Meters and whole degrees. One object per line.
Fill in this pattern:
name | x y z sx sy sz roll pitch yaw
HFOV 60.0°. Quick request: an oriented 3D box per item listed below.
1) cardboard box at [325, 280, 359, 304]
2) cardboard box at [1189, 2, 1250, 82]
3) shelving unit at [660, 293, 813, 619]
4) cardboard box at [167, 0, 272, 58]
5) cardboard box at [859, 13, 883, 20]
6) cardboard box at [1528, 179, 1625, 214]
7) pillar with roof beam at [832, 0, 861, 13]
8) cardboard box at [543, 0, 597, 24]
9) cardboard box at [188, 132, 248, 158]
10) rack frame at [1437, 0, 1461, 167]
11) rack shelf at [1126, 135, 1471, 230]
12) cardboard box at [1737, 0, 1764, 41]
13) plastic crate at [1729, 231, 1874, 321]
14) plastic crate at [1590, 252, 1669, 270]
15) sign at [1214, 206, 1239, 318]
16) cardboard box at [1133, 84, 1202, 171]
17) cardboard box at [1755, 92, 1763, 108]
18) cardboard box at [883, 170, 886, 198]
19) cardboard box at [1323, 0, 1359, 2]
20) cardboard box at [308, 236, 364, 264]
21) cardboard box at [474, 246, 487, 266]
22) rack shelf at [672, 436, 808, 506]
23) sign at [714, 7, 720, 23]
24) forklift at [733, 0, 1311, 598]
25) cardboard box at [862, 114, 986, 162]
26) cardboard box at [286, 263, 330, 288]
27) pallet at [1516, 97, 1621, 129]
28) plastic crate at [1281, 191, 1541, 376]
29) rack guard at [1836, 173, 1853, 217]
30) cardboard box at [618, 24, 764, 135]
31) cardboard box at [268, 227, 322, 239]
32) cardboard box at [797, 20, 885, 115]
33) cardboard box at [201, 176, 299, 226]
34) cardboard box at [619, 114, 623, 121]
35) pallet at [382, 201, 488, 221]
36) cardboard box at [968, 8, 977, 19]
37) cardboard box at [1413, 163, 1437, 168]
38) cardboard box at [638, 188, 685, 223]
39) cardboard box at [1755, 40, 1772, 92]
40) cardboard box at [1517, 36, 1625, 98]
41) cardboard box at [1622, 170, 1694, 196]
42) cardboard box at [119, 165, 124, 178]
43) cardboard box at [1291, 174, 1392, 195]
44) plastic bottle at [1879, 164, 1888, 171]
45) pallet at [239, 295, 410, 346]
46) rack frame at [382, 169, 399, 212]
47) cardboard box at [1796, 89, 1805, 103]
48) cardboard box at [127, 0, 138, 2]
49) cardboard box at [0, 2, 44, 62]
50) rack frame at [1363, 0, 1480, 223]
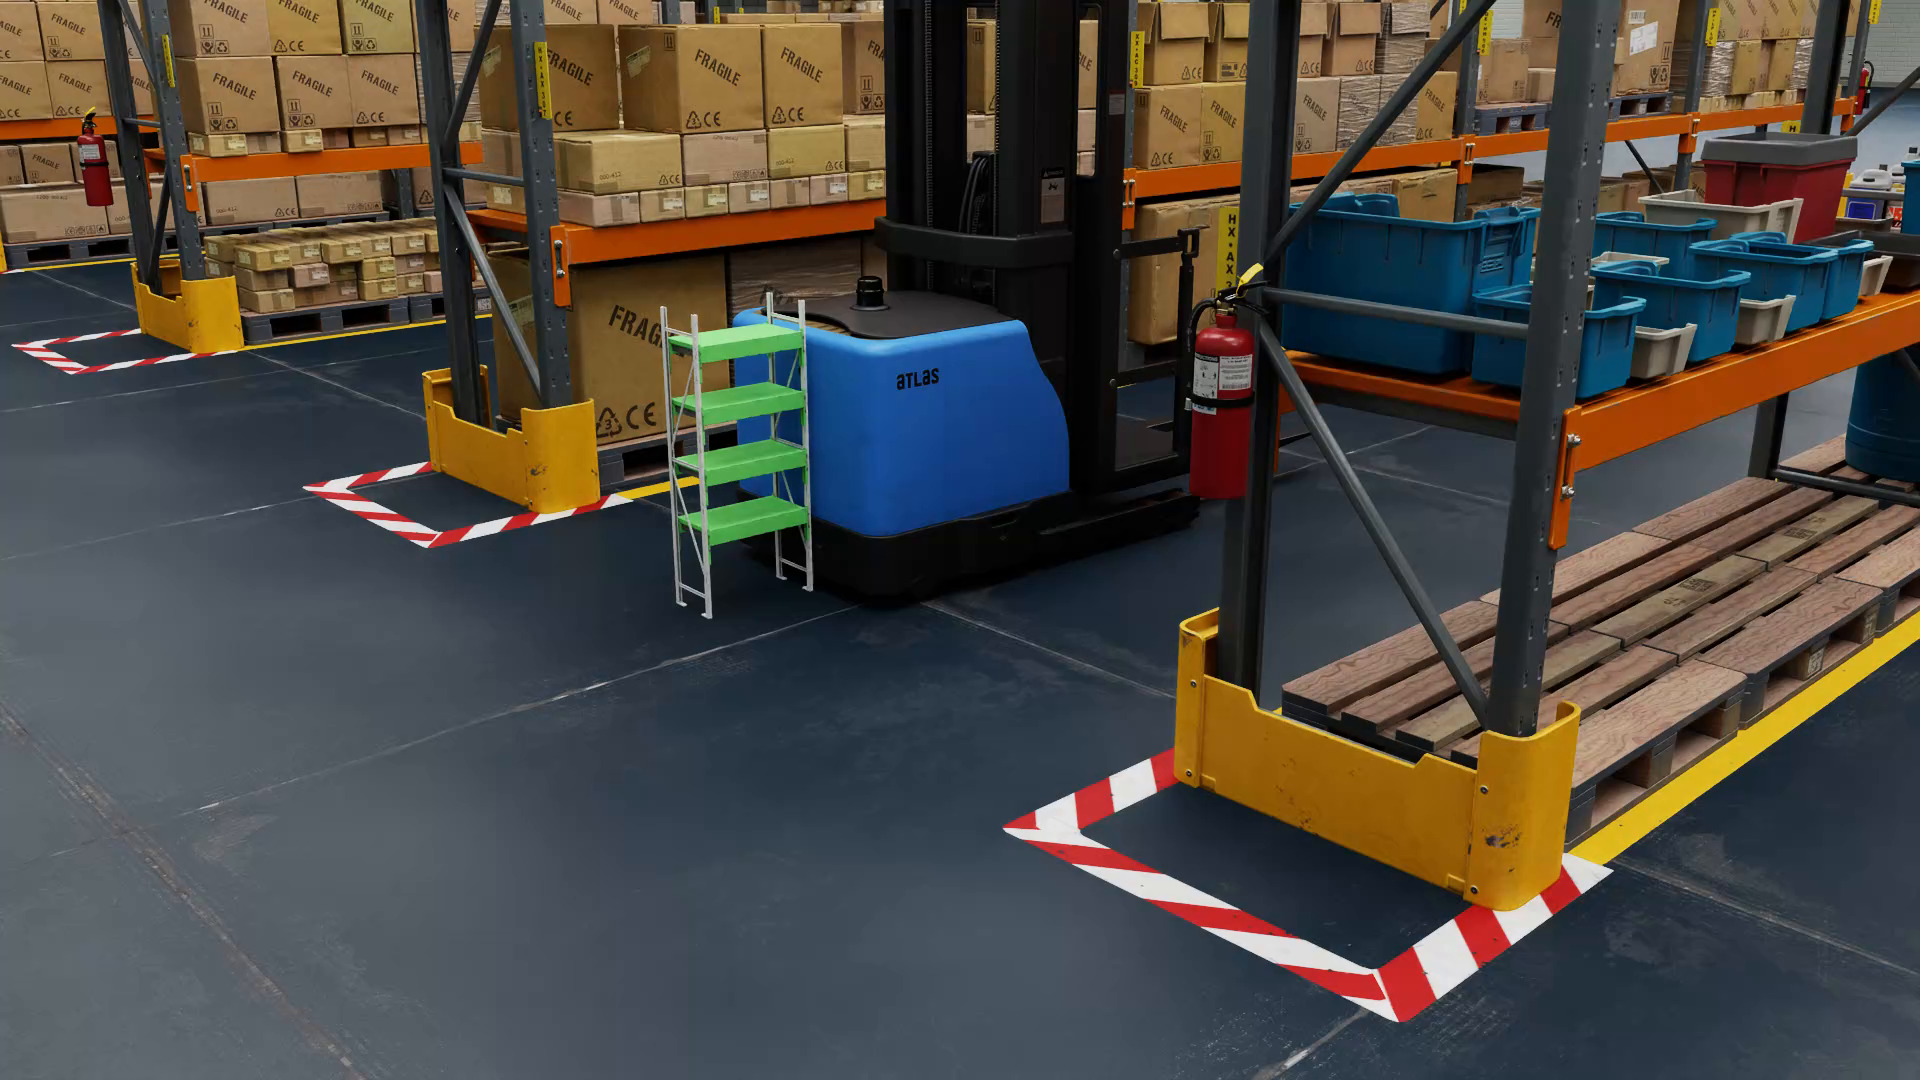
cardboard box | -4.650 -1.857 12.291 0.250 0.149 0.380 -16 24 -40
cardboard box | 1.645 -3.366 11.214 0.637 0.503 0.797 -16 24 -40
shelving unit | -0.873 -0.339 6.584 0.503 1.200 0.258 -15 23 -38
cardboard box | -5.052 -3.547 11.295 0.500 0.500 0.500 -16 24 -41
cardboard box | -1.232 -6.503 21.354 0.500 0.500 0.500 -15 23 -39
cardboard box | 5.673 -3.054 15.381 0.500 0.500 0.700 -16 24 -41
pillar with roof beam | 1.011 -10.380 24.908 0.400 9.000 9.100 -16 24 -41
cardboard box | -3.182 -4.088 12.963 0.500 0.500 0.500 17 25 42
cardboard box | -5.100 -2.722 11.424 0.250 0.149 0.380 -17 24 -41
rack frame | 6.065 -6.237 21.857 0.127 3.000 1.000 -16 24 -41
rack shelf | 2.134 -2.643 11.938 4.000 0.370 1.077 -16 24 -41
cardboard box | 7.357 -5.066 15.979 0.500 0.500 0.500 -16 24 -41
plastic crate | 2.757 -0.874 5.490 0.300 0.233 0.416 -16 24 -41
plastic crate | 2.253 -0.910 5.757 0.250 0.136 0.298 -16 24 -41
sign | 0.787 -0.801 4.827 0.005 0.325 0.100 -16 24 -41
cardboard box | 1.186 -2.650 10.633 0.500 0.500 0.500 -16 24 -41
cardboard box | 7.747 -4.385 16.554 0.250 0.149 0.380 -16 24 -41
cardboard box | -0.435 -1.977 9.128 0.250 0.149 0.380 -16 24 -40
cardboard box | 4.257 -6.271 19.969 0.550 0.550 0.875 -16 24 -41
cardboard box | -4.558 -2.118 12.131 0.250 0.149 0.380 -16 24 -41
cardboard box | -3.888 -2.232 12.963 0.250 0.149 0.380 -15 23 -38
rack shelf | -0.873 -0.278 6.604 0.480 0.148 0.258 -15 23 -38
sign | -2.838 -6.057 19.424 0.005 0.325 0.100 -16 24 -41
forklift | 0.475 -1.521 7.423 3.031 2.935 1.130 -15 23 -38
cardboard box | -0.205 -2.260 9.354 0.500 0.250 0.500 -16 24 -40
cardboard box | -4.766 -1.930 12.034 0.250 0.149 0.380 -16 24 -41
pallet | 4.997 -3.746 14.486 1.213 0.211 1.003 -16 24 -41
plastic crate | 1.292 -0.762 4.816 0.499 0.435 0.616 -16 24 -41
rack guard | 9.344 -3.899 18.699 0.348 0.500 1.175 -16 24 -41
cardboard box | -1.329 -2.288 8.222 0.500 0.500 0.500 -17 25 -42
cardboard box | -5.027 -2.266 12.586 0.250 0.149 0.380 -17 25 -42
cardboard box | -0.581 -2.730 9.586 0.500 0.500 0.500 17 25 42
cardboard box | -7.308 -3.464 16.779 0.875 0.438 0.875 17 25 42
cardboard box | -2.813 -3.383 13.461 0.250 0.149 0.380 -17 25 -42
pallet | -5.619 -3.636 18.357 1.213 0.211 1.003 -16 24 -41
cardboard box | 0.153 -7.186 22.521 0.500 0.500 0.700 -17 24 -41
cardboard box | 5.618 -5.267 21.631 0.875 0.875 0.875 -16 24 -40
cardboard box | -1.556 -1.650 8.117 0.250 0.149 0.380 -17 24 -42
cardboard box | 7.544 -4.753 16.638 0.500 0.500 0.875 -16 24 -41
cardboard box | 5.297 -4.117 14.471 0.637 0.503 0.797 -13 22 -35
cardboard box | 6.811 -3.343 16.303 0.500 0.500 0.500 17 25 42
cardboard box | -10.499 -4.558 20.622 0.250 0.149 0.380 -17 24 -42
cardboard box | 2.418 -2.269 12.384 0.875 0.875 1.225 -16 24 -41
plastic bottle | 4.284 -1.611 7.779 0.133 0.283 0.061 -16 24 -41
pallet | -4.891 -1.700 12.387 1.213 0.211 1.003 -16 24 -41
rack frame | -6.131 -4.783 17.372 0.053 2.616 0.949 -16 24 -41
cardboard box | 8.604 -4.667 17.423 0.250 0.149 0.380 -16 24 -41
cardboard box | -7.634 -5.051 15.365 0.250 0.149 0.380 -16 24 -40
cardboard box | -8.490 -4.495 14.703 0.500 0.500 0.500 -17 25 -42
rack frame | 3.587 -3.409 13.135 0.127 3.000 1.000 -16 24 -41
